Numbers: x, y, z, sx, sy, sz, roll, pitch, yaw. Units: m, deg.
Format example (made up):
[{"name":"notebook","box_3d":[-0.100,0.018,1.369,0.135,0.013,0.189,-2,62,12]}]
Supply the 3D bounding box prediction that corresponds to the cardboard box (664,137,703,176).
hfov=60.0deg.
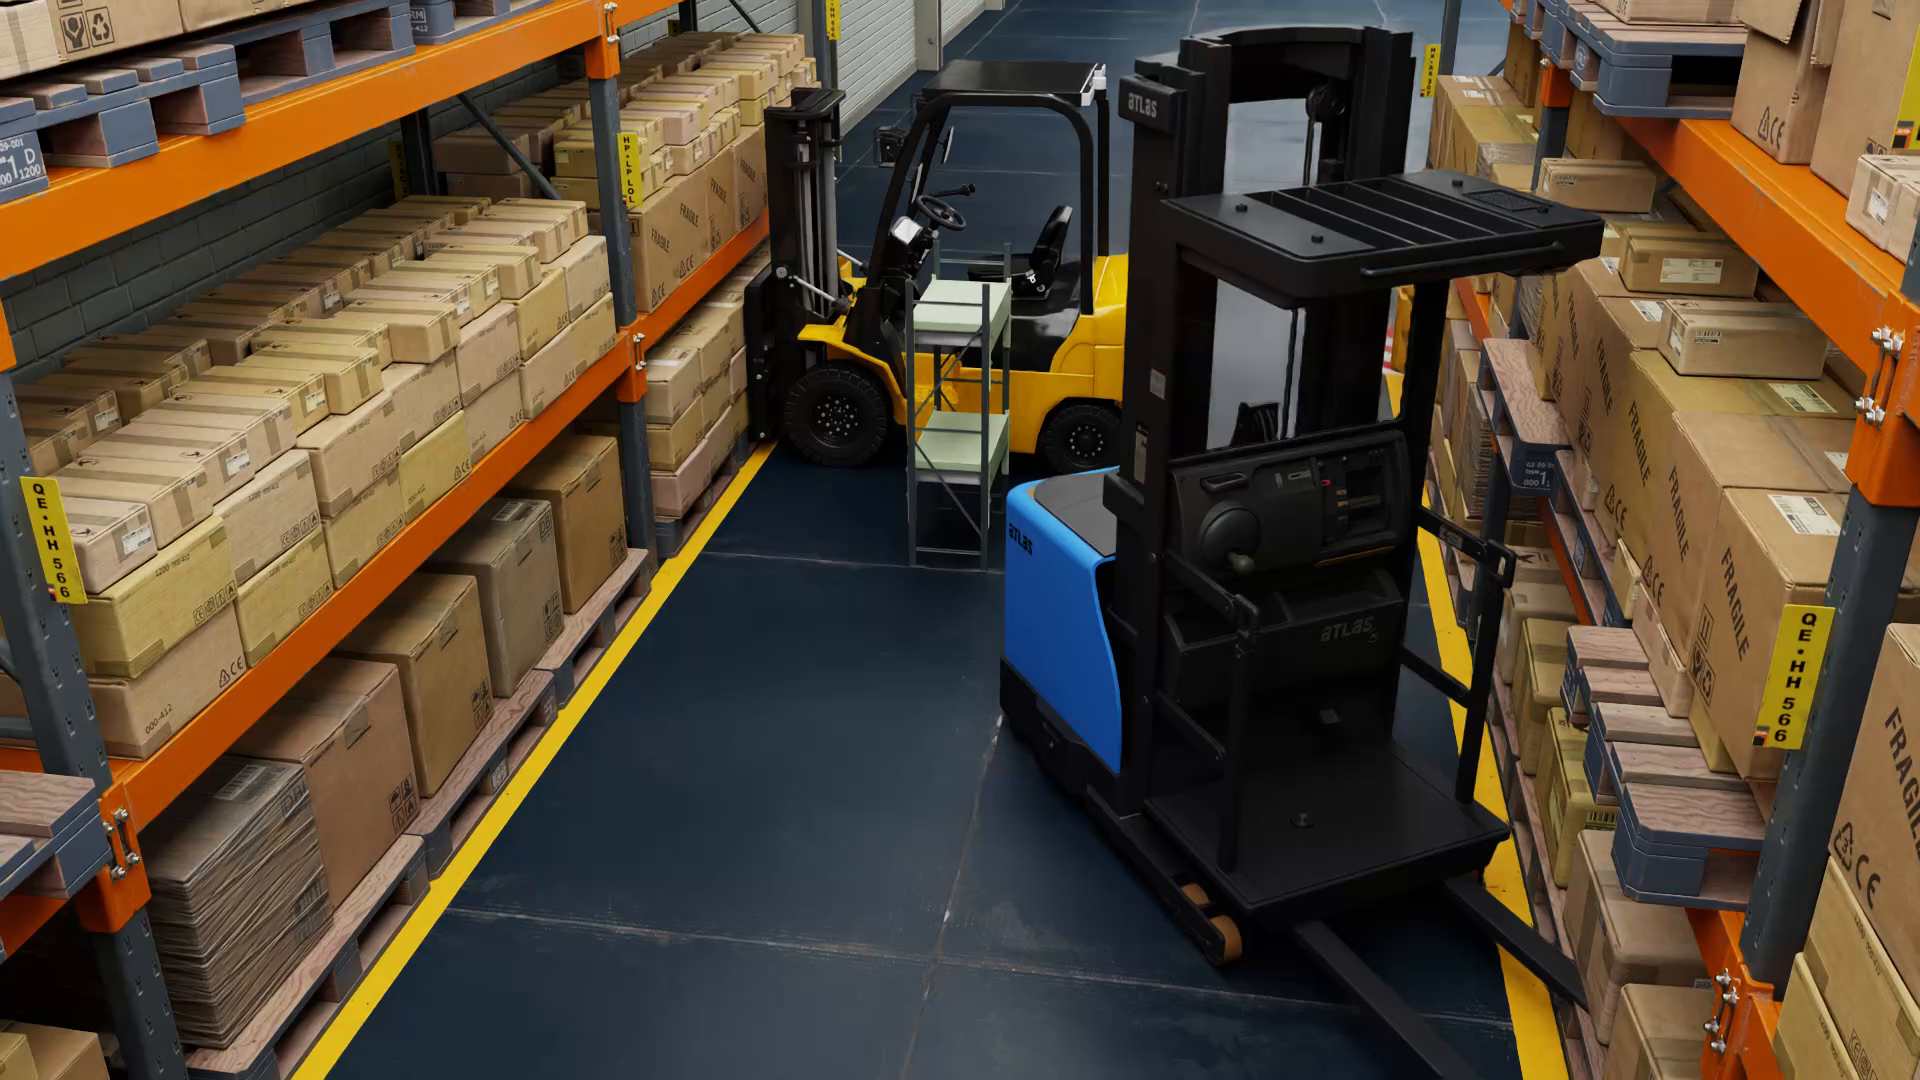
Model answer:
[{"name":"cardboard box","box_3d":[-1.548,-1.986,8.572,0.380,0.149,0.250,5,25,10]}]

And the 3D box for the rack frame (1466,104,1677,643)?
[{"name":"rack frame","box_3d":[2.869,-0.872,7.075,1.000,3.000,0.127,4,25,9]}]

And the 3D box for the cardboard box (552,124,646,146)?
[{"name":"cardboard box","box_3d":[-1.748,-1.918,8.076,0.380,0.149,0.250,4,25,9]}]

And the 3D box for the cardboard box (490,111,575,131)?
[{"name":"cardboard box","box_3d":[-2.162,-2.057,8.371,0.380,0.149,0.250,4,25,8]}]

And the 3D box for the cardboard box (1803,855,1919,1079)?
[{"name":"cardboard box","box_3d":[1.889,0.837,3.011,0.500,0.250,0.500,4,25,8]}]

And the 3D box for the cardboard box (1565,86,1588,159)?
[{"name":"cardboard box","box_3d":[3.369,-2.094,8.038,0.700,0.500,0.500,3,25,7]}]

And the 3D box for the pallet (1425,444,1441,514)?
[{"name":"pallet","box_3d":[3.141,-0.404,9.365,1.003,0.211,1.213,4,25,9]}]

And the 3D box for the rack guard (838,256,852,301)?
[{"name":"rack guard","box_3d":[-1.371,-1.766,11.932,1.175,0.500,0.348,4,25,9]}]

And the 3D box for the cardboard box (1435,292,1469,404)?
[{"name":"cardboard box","box_3d":[2.944,-1.073,9.368,0.500,0.500,0.500,5,25,10]}]

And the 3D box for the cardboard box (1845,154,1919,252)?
[{"name":"cardboard box","box_3d":[2.092,-0.695,3.455,0.380,0.149,0.250,4,25,9]}]

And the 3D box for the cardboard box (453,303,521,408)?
[{"name":"cardboard box","box_3d":[-2.023,-0.721,6.339,0.500,0.250,0.500,5,25,10]}]

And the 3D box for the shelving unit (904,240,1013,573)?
[{"name":"shelving unit","box_3d":[0.001,-0.682,8.438,0.431,1.500,0.755,4,25,9]}]

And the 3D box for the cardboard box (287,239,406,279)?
[{"name":"cardboard box","box_3d":[-2.456,-1.100,6.679,0.380,0.149,0.250,4,25,8]}]

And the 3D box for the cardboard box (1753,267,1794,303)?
[{"name":"cardboard box","box_3d":[2.850,-0.611,5.552,0.500,0.500,0.500,5,26,10]}]

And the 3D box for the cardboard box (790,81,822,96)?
[{"name":"cardboard box","box_3d":[-1.196,-2.709,10.881,0.500,0.500,0.500,3,25,7]}]

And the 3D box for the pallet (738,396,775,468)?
[{"name":"pallet","box_3d":[-1.660,-0.793,10.195,1.003,0.211,1.213,4,25,9]}]

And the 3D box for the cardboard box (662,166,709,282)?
[{"name":"cardboard box","box_3d":[-1.630,-1.646,8.611,0.500,0.500,0.500,4,25,9]}]

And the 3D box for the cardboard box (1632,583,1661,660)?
[{"name":"cardboard box","box_3d":[2.055,0.240,4.499,0.380,0.149,0.250,3,25,6]}]

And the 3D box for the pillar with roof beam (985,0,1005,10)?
[{"name":"pillar with roof beam","box_3d":[4.811,-12.606,25.066,9.100,9.000,0.400,4,25,9]}]

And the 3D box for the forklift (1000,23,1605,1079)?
[{"name":"forklift","box_3d":[1.230,-0.090,5.485,1.130,2.935,3.031,-11,27,-22]}]

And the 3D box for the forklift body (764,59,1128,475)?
[{"name":"forklift body","box_3d":[0.115,-1.584,9.596,2.313,2.155,1.214,4,25,9]}]

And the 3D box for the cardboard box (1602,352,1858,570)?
[{"name":"cardboard box","box_3d":[2.170,-0.207,4.690,0.500,0.500,0.500,2,25,5]}]

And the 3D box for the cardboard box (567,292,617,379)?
[{"name":"cardboard box","box_3d":[-1.853,-0.918,7.350,0.500,0.250,0.500,5,25,10]}]

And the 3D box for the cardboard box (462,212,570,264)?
[{"name":"cardboard box","box_3d":[-1.890,-1.286,7.077,0.380,0.149,0.250,4,25,8]}]

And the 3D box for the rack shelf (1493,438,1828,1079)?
[{"name":"rack shelf","box_3d":[2.542,0.290,5.441,1.077,0.370,4.000,4,25,9]}]

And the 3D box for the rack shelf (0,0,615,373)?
[{"name":"rack shelf","box_3d":[-2.355,-1.411,5.536,1.077,0.370,4.000,4,25,9]}]

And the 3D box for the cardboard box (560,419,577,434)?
[{"name":"cardboard box","box_3d":[-2.151,-0.604,8.660,0.500,0.250,0.500,3,25,7]}]

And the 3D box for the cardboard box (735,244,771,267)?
[{"name":"cardboard box","box_3d":[-1.293,-1.645,10.296,0.500,0.250,0.500,4,25,9]}]

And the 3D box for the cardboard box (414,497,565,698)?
[{"name":"cardboard box","box_3d":[-2.237,0.214,7.061,0.875,0.625,0.625,4,25,8]}]

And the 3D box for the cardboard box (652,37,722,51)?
[{"name":"cardboard box","box_3d":[-1.746,-3.129,10.662,0.380,0.149,0.250,5,26,10]}]

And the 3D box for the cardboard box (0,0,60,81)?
[{"name":"cardboard box","box_3d":[-2.326,-1.155,3.803,0.380,0.166,0.250,4,25,8]}]

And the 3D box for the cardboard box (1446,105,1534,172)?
[{"name":"cardboard box","box_3d":[3.008,-2.116,9.264,0.500,0.500,0.500,4,25,7]}]

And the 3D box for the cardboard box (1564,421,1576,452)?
[{"name":"cardboard box","box_3d":[2.363,-0.407,5.882,0.380,0.149,0.250,4,25,9]}]

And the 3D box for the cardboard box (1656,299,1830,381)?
[{"name":"cardboard box","box_3d":[2.204,-0.567,4.694,0.380,0.149,0.250,3,25,6]}]

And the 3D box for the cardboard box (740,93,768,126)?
[{"name":"cardboard box","box_3d":[-1.341,-2.524,9.721,0.380,0.149,0.250,4,25,9]}]

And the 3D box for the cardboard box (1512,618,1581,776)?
[{"name":"cardboard box","box_3d":[2.672,0.648,6.431,0.950,0.372,0.625,6,26,12]}]

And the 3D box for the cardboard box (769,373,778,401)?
[{"name":"cardboard box","box_3d":[-1.384,-0.979,10.052,0.500,0.250,0.500,5,26,10]}]

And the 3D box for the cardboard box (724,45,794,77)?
[{"name":"cardboard box","box_3d":[-1.251,-2.980,10.345,0.380,0.149,0.250,5,25,10]}]

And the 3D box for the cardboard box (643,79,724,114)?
[{"name":"cardboard box","box_3d":[-1.528,-2.451,9.214,0.380,0.149,0.250,4,25,9]}]

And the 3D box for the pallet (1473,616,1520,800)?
[{"name":"pallet","box_3d":[2.743,0.716,6.971,1.003,0.211,1.213,4,25,9]}]

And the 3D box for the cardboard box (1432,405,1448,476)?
[{"name":"cardboard box","box_3d":[2.865,-0.519,9.068,0.500,0.250,0.500,4,25,9]}]

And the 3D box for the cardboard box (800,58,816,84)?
[{"name":"cardboard box","box_3d":[-1.155,-3.062,10.871,0.380,0.149,0.250,4,25,9]}]

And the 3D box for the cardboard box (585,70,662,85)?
[{"name":"cardboard box","box_3d":[-1.921,-2.591,9.513,0.380,0.149,0.250,4,25,9]}]

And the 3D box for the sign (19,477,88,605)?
[{"name":"sign","box_3d":[-2.145,0.003,3.932,0.100,0.325,0.005,4,25,9]}]

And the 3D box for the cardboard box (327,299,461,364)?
[{"name":"cardboard box","box_3d":[-2.012,-0.743,5.915,0.380,0.149,0.250,3,25,7]}]

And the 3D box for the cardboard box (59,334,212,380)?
[{"name":"cardboard box","box_3d":[-2.745,-0.574,5.554,0.380,0.149,0.250,4,25,8]}]

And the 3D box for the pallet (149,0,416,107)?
[{"name":"pallet","box_3d":[-2.480,-1.573,5.256,1.003,0.211,1.213,5,26,11]}]

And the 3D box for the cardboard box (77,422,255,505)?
[{"name":"cardboard box","box_3d":[-2.280,-0.215,4.787,0.380,0.149,0.250,5,25,10]}]

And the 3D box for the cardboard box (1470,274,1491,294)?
[{"name":"cardboard box","box_3d":[2.784,-1.339,8.369,0.380,0.149,0.250,4,25,8]}]

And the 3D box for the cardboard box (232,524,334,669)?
[{"name":"cardboard box","box_3d":[-2.282,0.148,5.073,0.500,0.250,0.500,3,25,7]}]
